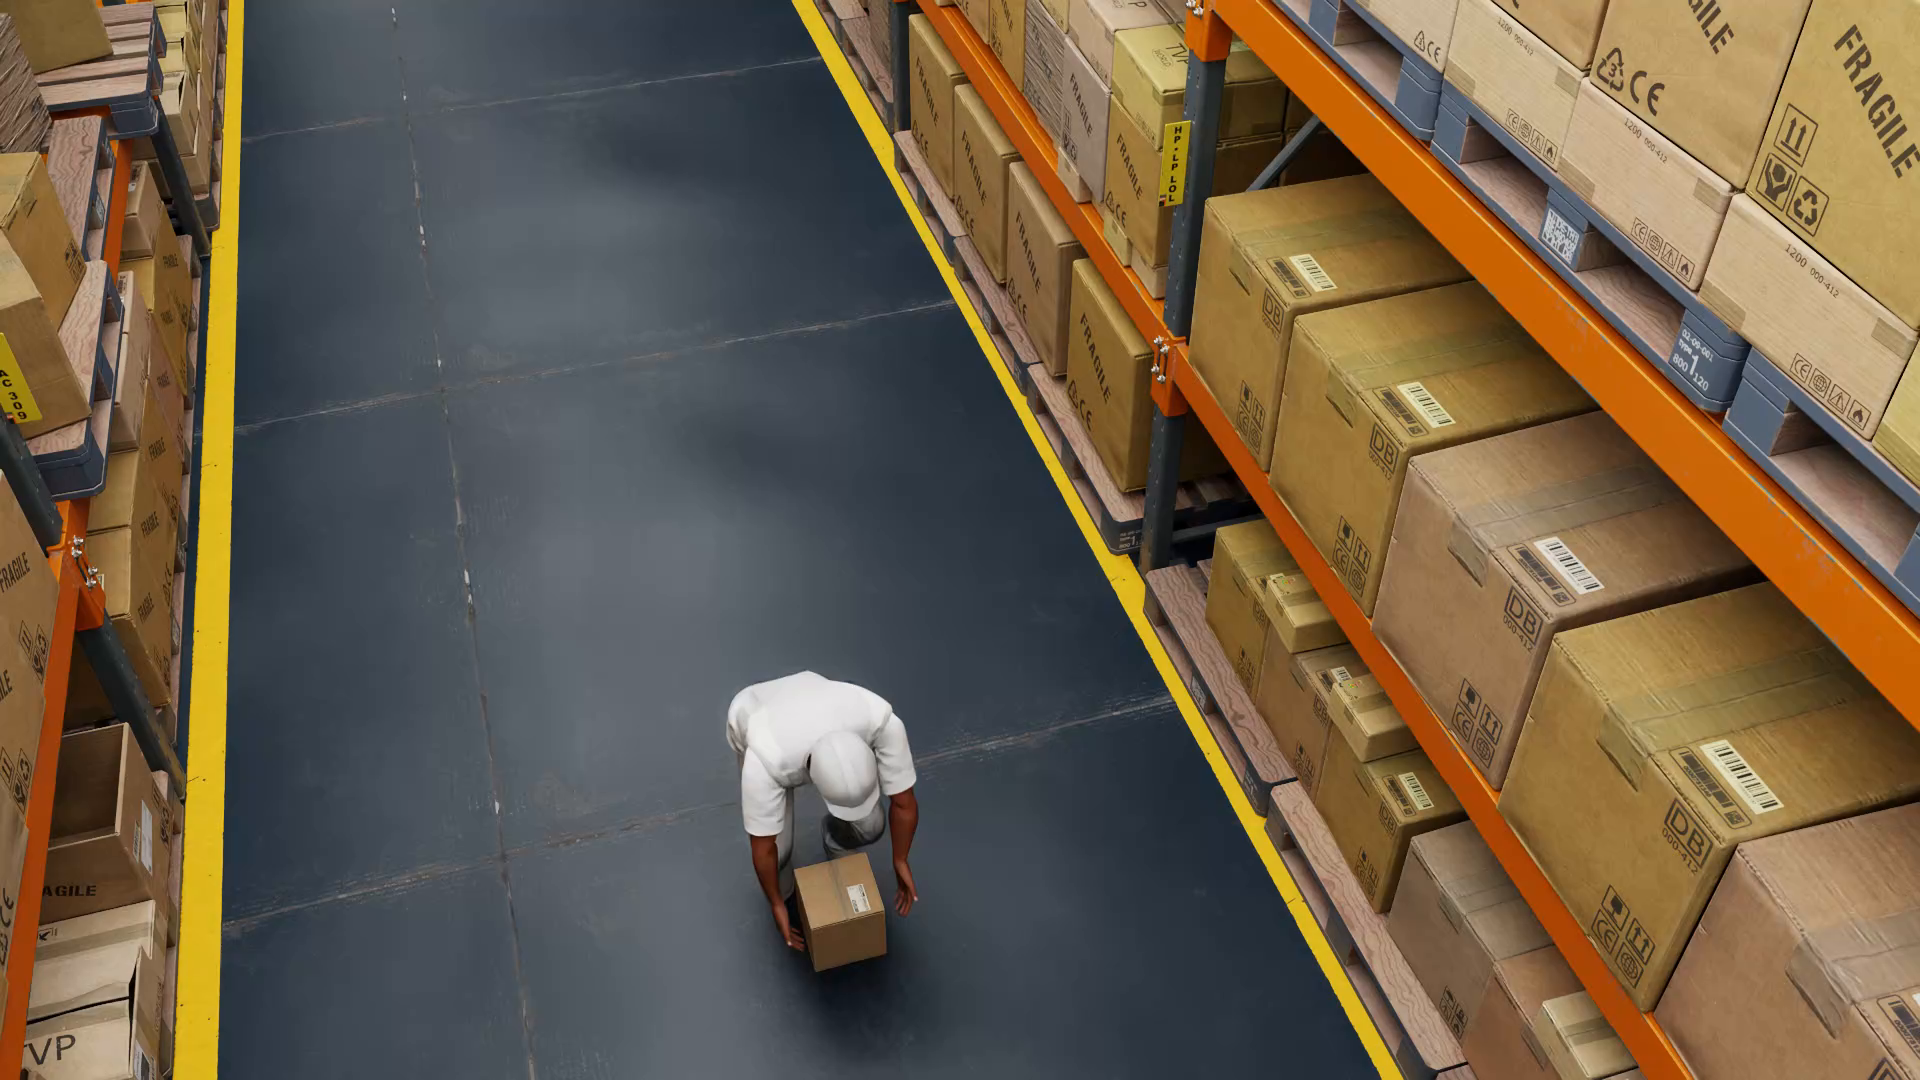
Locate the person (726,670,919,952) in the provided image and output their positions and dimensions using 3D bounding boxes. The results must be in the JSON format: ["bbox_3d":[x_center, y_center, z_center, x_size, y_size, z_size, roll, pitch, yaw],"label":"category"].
[{"bbox_3d":[-0.478,0.837,5.720,0.599,1.091,0.867,-12,43,-13],"label":"person"}]
